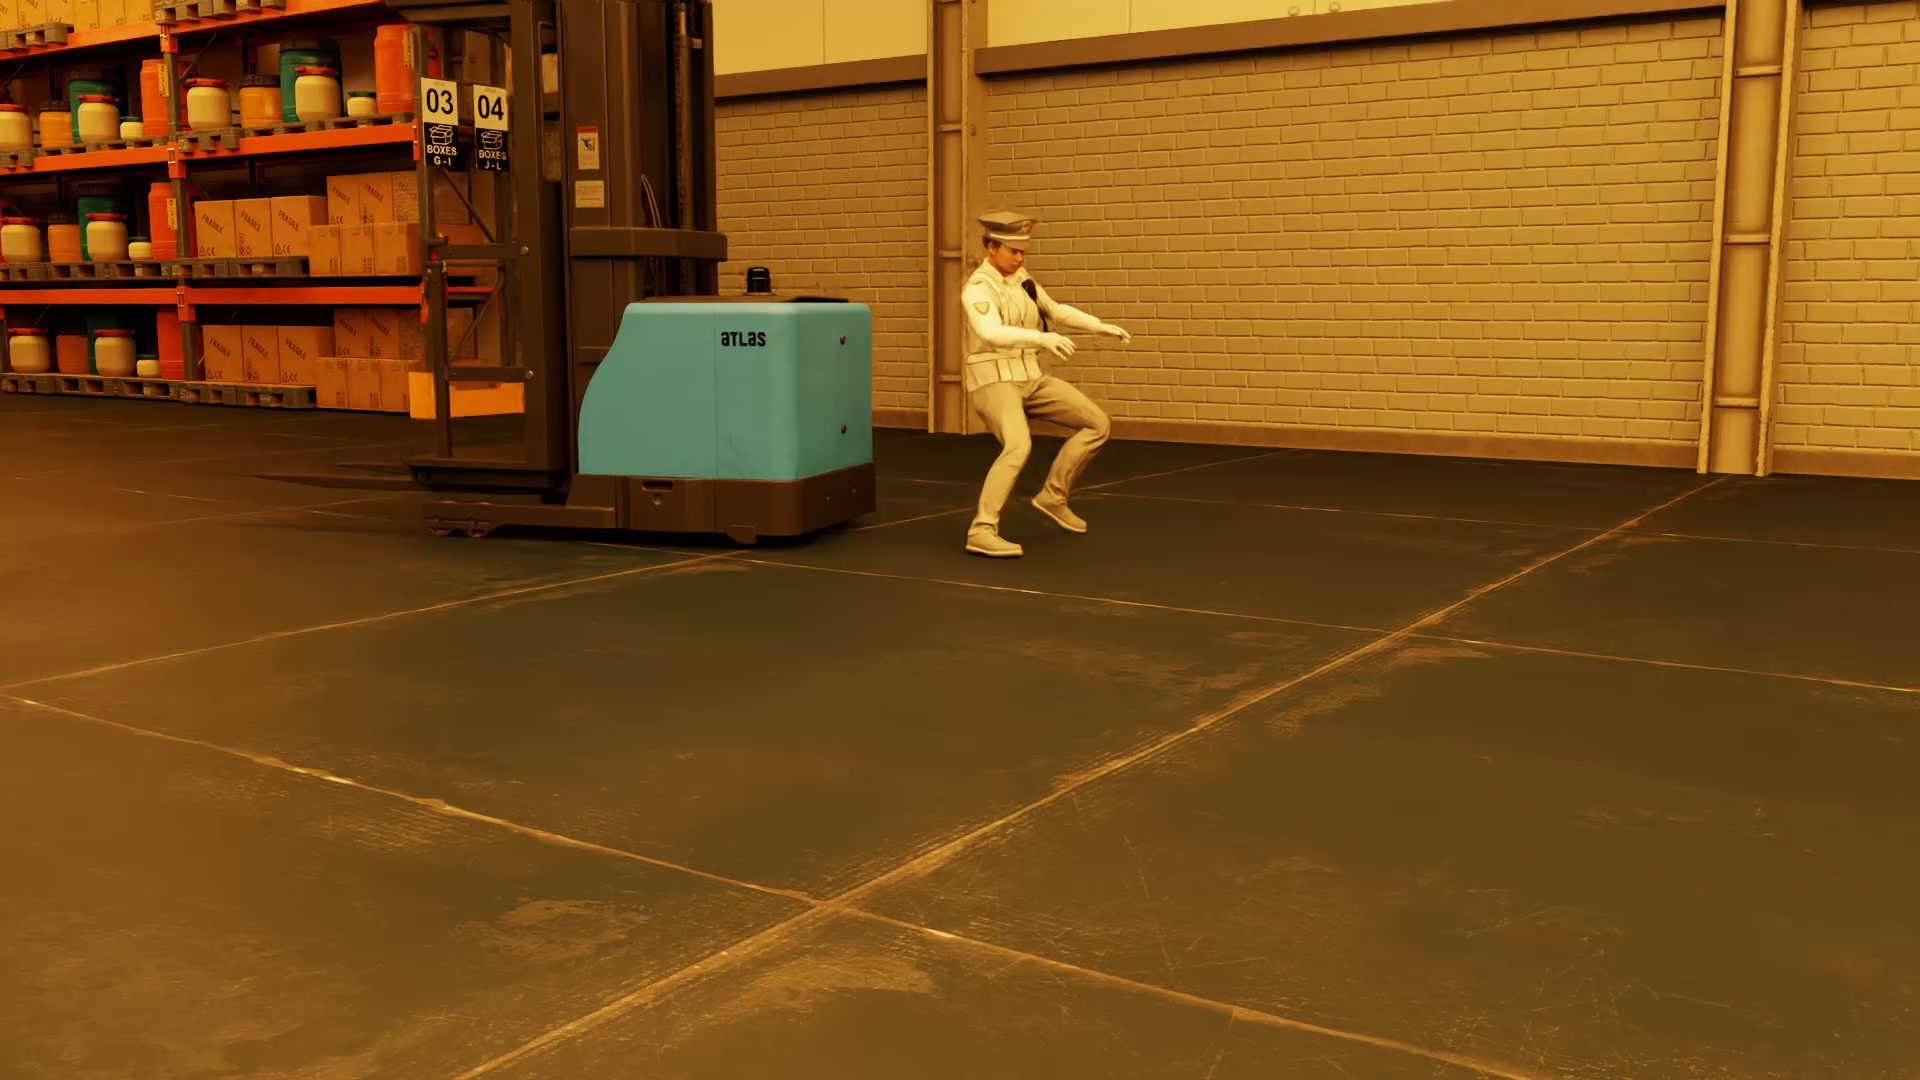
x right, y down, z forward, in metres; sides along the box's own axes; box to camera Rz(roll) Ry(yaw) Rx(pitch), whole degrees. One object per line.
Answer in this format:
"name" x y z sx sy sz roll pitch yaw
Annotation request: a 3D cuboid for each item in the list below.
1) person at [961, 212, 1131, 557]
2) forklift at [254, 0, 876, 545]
"person" 0.345 -0.710 7.370 0.710 1.470 0.906 7 10 39
"forklift" -1.983 -1.530 7.949 3.031 2.935 1.130 3 9 18
